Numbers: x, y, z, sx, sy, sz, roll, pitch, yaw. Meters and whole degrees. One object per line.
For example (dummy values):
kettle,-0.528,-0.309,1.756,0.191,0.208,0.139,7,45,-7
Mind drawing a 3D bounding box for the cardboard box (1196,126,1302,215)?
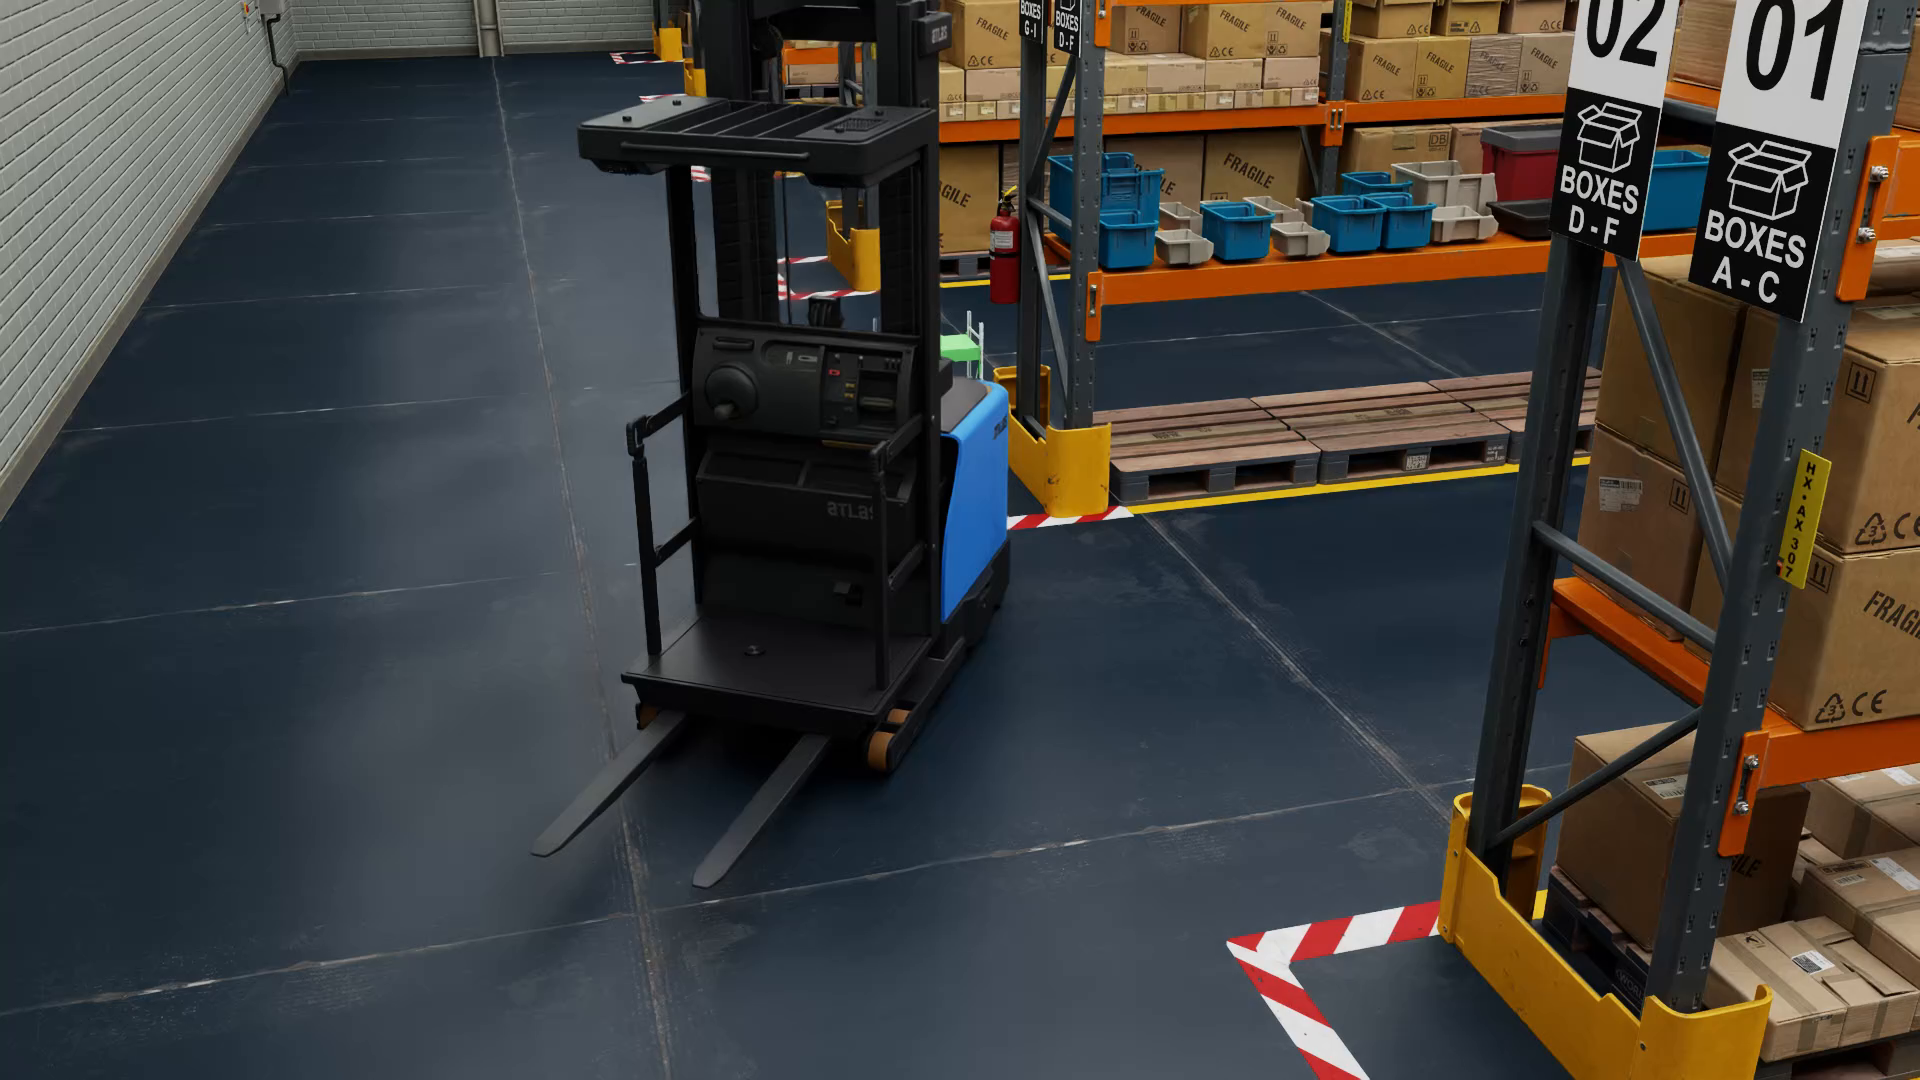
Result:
cardboard box,2.381,-3.222,14.616,0.875,0.875,0.875,-6,24,-14

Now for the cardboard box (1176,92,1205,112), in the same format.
cardboard box,1.842,-3.663,13.801,0.250,0.149,0.380,-6,24,-13

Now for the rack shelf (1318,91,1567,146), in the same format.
rack shelf,4.964,-3.927,15.011,4.000,0.370,1.077,-6,24,-14

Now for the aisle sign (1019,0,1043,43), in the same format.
aisle sign,0.376,-3.037,8.726,0.004,0.787,0.394,-6,24,-14

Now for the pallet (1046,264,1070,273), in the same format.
pallet,1.108,-2.581,14.497,1.213,0.211,1.003,-6,24,-14

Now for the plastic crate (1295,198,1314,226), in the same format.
plastic crate,2.085,-1.903,9.640,0.250,0.136,0.298,-6,24,-14

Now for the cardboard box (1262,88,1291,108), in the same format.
cardboard box,2.585,-3.745,13.993,0.250,0.149,0.380,-6,24,-13

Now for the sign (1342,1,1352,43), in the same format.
sign,3.189,-4.269,13.696,0.005,0.325,0.100,-6,24,-14

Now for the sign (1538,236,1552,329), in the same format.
sign,1.728,-0.748,4.819,0.005,0.325,0.100,-6,24,-14

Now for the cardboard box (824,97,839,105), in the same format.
cardboard box,-1.357,-4.827,18.523,0.250,0.149,0.380,-6,24,-13

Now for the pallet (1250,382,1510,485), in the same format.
pallet,2.502,-0.659,10.017,1.213,0.211,1.003,-6,24,-14

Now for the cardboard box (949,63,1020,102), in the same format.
cardboard box,0.221,-3.693,13.366,0.500,0.250,0.500,-7,24,-15

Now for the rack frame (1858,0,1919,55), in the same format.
rack frame,1.859,-2.614,3.431,0.127,3.000,1.000,-6,24,-14

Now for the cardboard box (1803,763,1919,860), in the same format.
cardboard box,3.239,0.963,5.632,0.500,0.250,0.500,-6,24,-14

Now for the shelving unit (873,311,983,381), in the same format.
shelving unit,-0.159,-0.534,8.472,0.503,1.200,0.258,-6,24,-14

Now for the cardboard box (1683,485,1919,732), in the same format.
cardboard box,2.358,0.149,4.471,0.500,0.500,0.500,-6,24,-13

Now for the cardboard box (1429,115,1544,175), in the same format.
cardboard box,4.509,-3.433,15.108,0.875,0.875,1.225,-7,24,-16

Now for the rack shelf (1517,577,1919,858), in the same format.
rack shelf,3.785,0.260,5.252,4.000,0.370,1.077,-6,24,-14

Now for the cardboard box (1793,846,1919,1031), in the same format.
cardboard box,2.941,1.200,5.077,0.500,0.250,0.500,-6,24,-14

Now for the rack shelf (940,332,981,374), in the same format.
rack shelf,-0.160,-0.916,8.308,0.480,0.148,0.258,-6,24,-14

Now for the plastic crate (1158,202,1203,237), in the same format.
plastic crate,1.261,-1.800,9.400,0.243,0.136,0.396,-6,24,-14

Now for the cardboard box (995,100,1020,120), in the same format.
cardboard box,0.362,-3.500,13.420,0.250,0.149,0.380,-7,24,-15

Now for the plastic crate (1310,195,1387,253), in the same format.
plastic crate,2.119,-1.731,9.116,0.300,0.233,0.416,-6,24,-14

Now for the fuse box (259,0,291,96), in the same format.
fuse box,-9.340,-6.993,22.877,0.414,1.711,0.539,-6,24,-14

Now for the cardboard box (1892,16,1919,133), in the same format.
cardboard box,2.422,-1.125,3.955,0.500,0.250,0.500,-6,24,-14

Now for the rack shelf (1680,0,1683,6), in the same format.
rack shelf,6.302,-3.425,10.037,4.000,0.370,1.077,-6,24,-14

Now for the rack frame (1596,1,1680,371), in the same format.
rack frame,4.376,-2.165,9.991,0.127,3.000,1.000,-6,24,-14

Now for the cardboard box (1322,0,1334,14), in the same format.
cardboard box,4.060,-6.081,18.903,0.250,0.149,0.380,-6,24,-13

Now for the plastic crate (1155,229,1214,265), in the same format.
plastic crate,1.182,-1.549,8.814,0.298,0.136,0.250,-6,24,-14

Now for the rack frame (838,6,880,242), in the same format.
rack frame,-0.813,-3.619,13.380,0.127,3.000,1.000,-6,24,-14

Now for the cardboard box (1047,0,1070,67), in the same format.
cardboard box,0.700,-4.091,13.341,0.500,0.500,0.500,-7,24,-16

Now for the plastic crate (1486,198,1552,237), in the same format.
plastic crate,3.371,-1.844,9.517,0.590,0.125,0.437,-6,24,-14

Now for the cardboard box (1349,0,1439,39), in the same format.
cardboard box,3.651,-4.623,14.321,0.637,0.503,0.797,-7,24,-16

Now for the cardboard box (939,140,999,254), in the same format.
cardboard box,-0.219,-2.934,13.946,0.875,0.875,0.875,-6,24,-14

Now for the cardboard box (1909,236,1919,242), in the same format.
cardboard box,3.197,-0.626,5.010,0.500,0.500,0.500,-6,24,-13

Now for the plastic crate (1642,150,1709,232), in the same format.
plastic crate,4.019,-2.006,9.564,0.575,0.384,0.392,-6,24,-14

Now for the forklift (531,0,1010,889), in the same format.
forklift,-0.692,-0.599,6.428,1.130,2.935,3.031,7,24,16

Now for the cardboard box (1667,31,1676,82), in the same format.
cardboard box,6.000,-4.319,14.886,0.500,0.500,0.500,-7,24,-15

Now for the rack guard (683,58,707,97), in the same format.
rack guard,-3.513,-6.230,22.636,0.348,0.500,1.175,-6,24,-14

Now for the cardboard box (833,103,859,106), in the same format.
cardboard box,-1.227,-4.671,18.160,0.250,0.149,0.380,-6,24,-13

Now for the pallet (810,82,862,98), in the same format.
pallet,-1.569,-6.343,23.266,1.213,0.211,1.003,-6,24,-14

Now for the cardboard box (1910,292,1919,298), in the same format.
cardboard box,2.859,-0.369,4.410,0.500,0.500,0.500,-6,24,-14

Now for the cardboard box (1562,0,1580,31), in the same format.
cardboard box,5.553,-4.838,14.822,0.637,0.503,0.797,-6,24,-13

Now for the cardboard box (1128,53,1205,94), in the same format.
cardboard box,1.695,-3.856,13.745,0.500,0.250,0.500,-6,24,-13

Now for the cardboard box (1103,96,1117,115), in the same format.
cardboard box,1.098,-3.580,13.609,0.250,0.149,0.380,-7,24,-16

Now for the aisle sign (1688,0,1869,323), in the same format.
aisle sign,1.873,-0.933,3.825,0.004,0.787,0.394,-6,24,-14

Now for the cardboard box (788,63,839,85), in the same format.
cardboard box,-2.003,-6.606,23.058,0.875,0.438,0.875,-6,24,-13

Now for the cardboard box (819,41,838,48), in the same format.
cardboard box,-1.421,-5.350,17.734,0.250,0.149,0.380,-5,24,-12

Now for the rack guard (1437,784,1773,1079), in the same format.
rack guard,1.932,1.283,5.126,0.348,0.500,1.175,-6,24,-14

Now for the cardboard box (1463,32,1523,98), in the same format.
cardboard box,4.514,-4.152,14.496,0.500,0.500,0.500,-7,24,-16

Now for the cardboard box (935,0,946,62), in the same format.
cardboard box,-0.415,-4.183,13.557,0.500,0.500,0.500,-6,24,-14

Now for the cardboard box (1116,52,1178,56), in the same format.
cardboard box,1.537,-4.054,14.206,0.500,0.250,0.500,-6,24,-13
